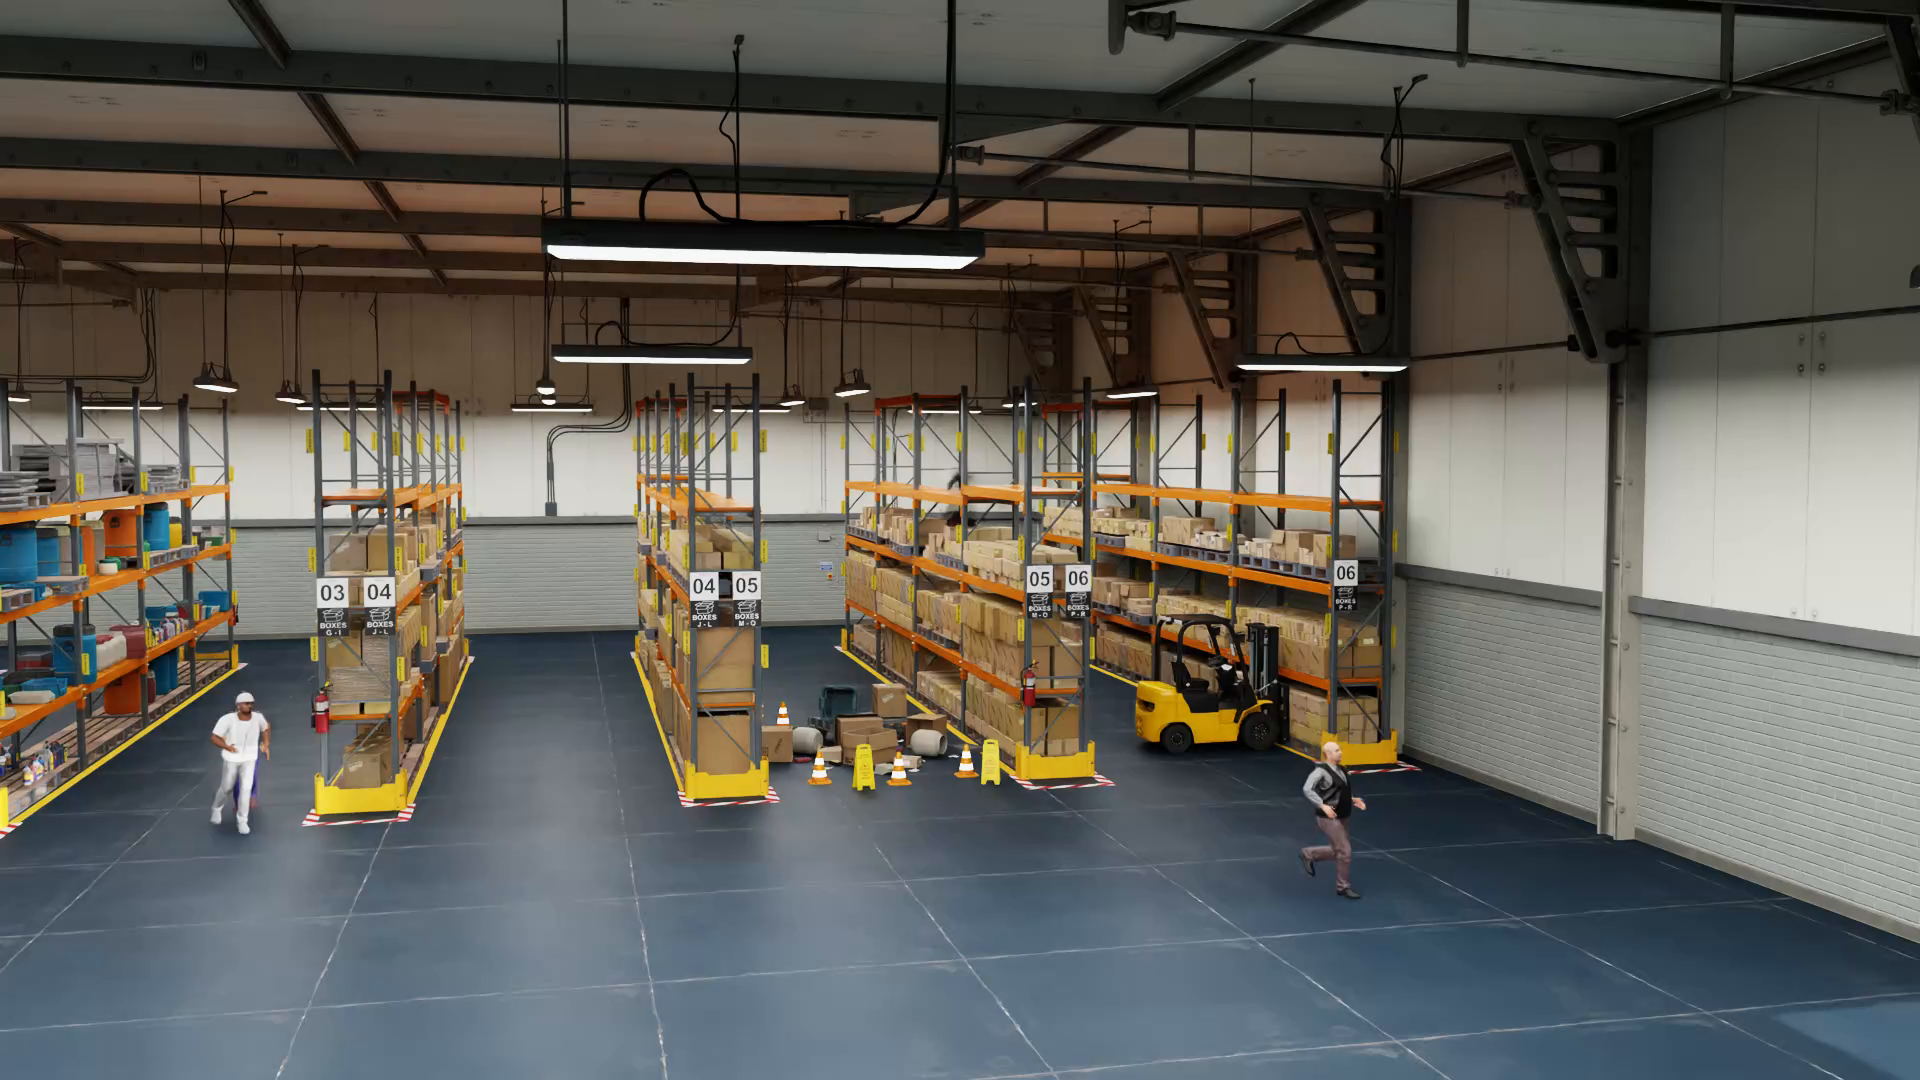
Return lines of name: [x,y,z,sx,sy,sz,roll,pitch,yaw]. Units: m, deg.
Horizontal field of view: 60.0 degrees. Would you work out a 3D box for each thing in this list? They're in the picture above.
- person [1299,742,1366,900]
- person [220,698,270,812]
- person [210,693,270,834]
person: [4.112,3.096,18.517,0.819,1.712,0.662,3,4,40]
person: [-9.706,2.896,22.578,0.639,1.617,0.576,-1,4,-22]
person: [-9.334,2.859,21.641,0.758,1.760,0.915,-3,4,-38]
